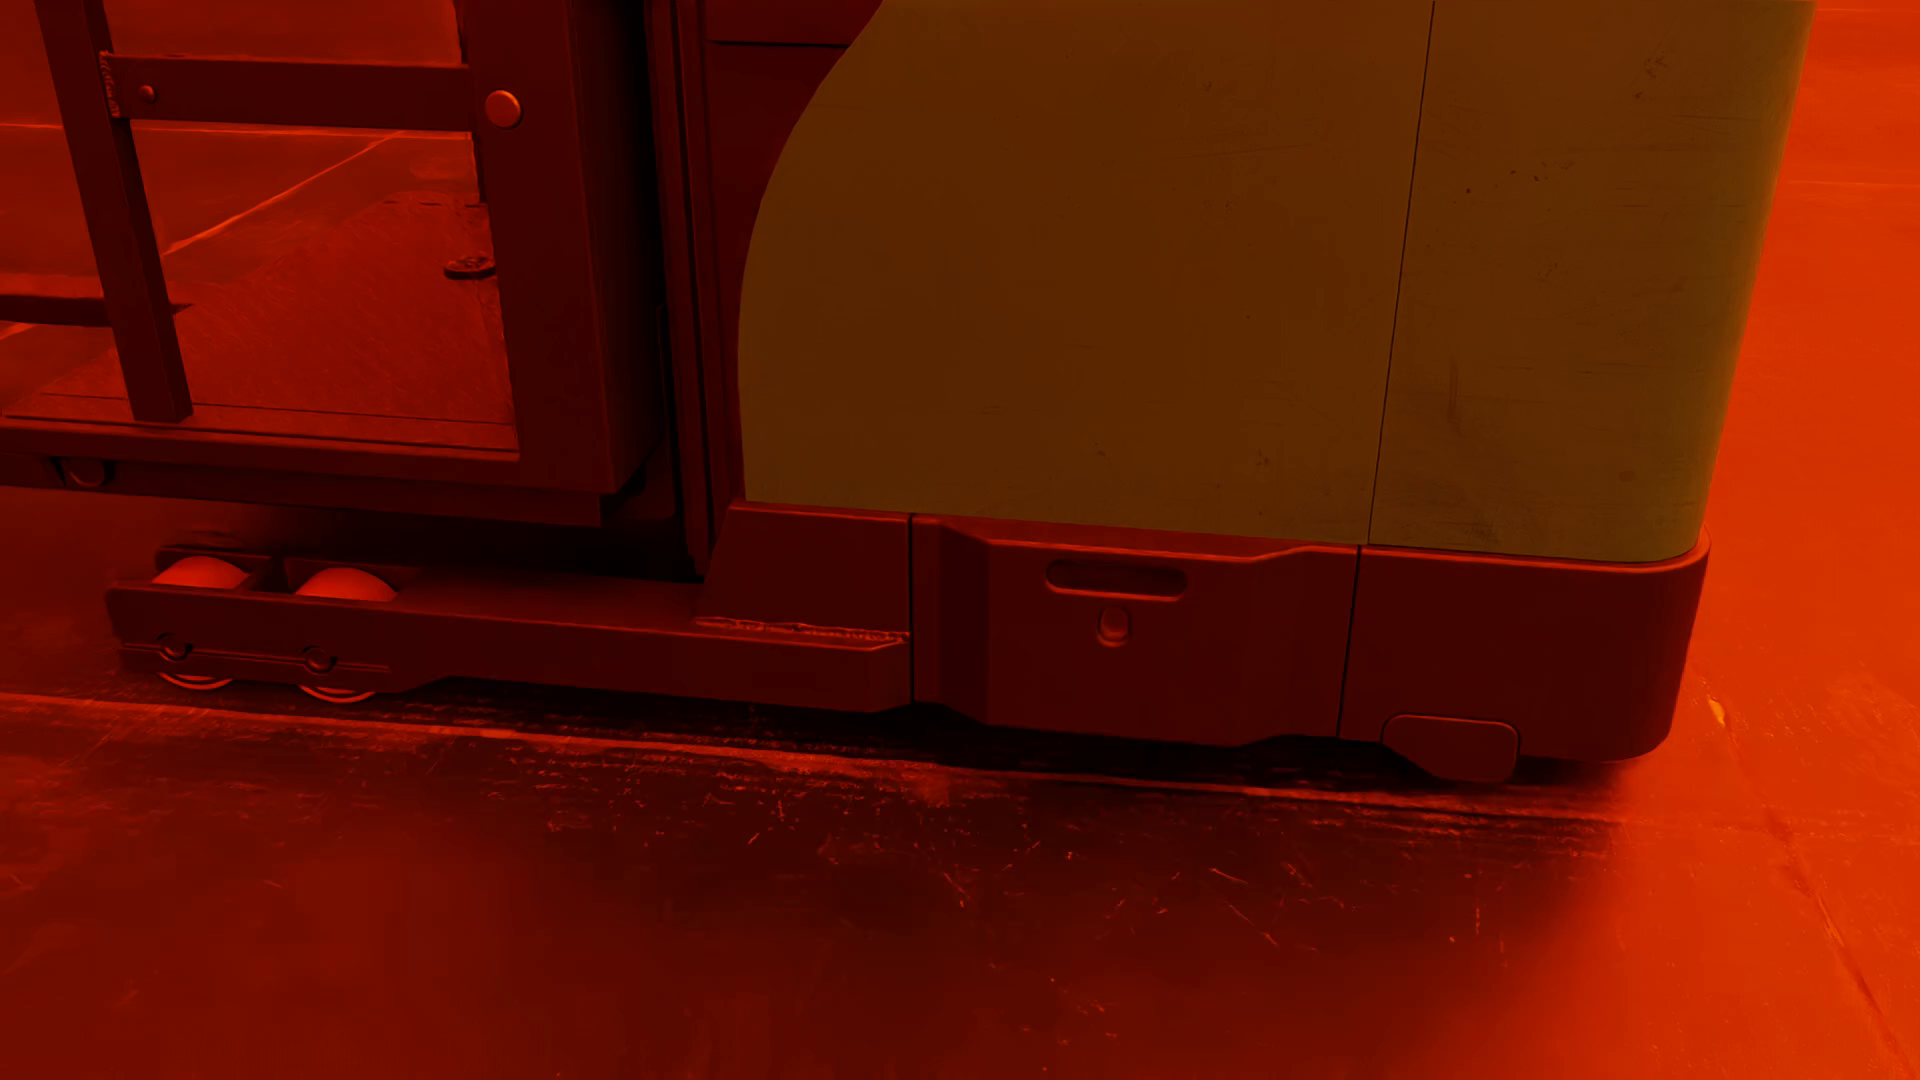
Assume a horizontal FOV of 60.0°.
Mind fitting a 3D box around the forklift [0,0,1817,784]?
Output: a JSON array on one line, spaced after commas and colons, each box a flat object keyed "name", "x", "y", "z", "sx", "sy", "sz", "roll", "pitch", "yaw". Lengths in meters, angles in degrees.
[{"name": "forklift", "x": -0.609, "y": -1.334, "z": 1.891, "sx": 3.031, "sy": 2.935, "sz": 1.130, "roll": 4, "pitch": 27, "yaw": 8}]
